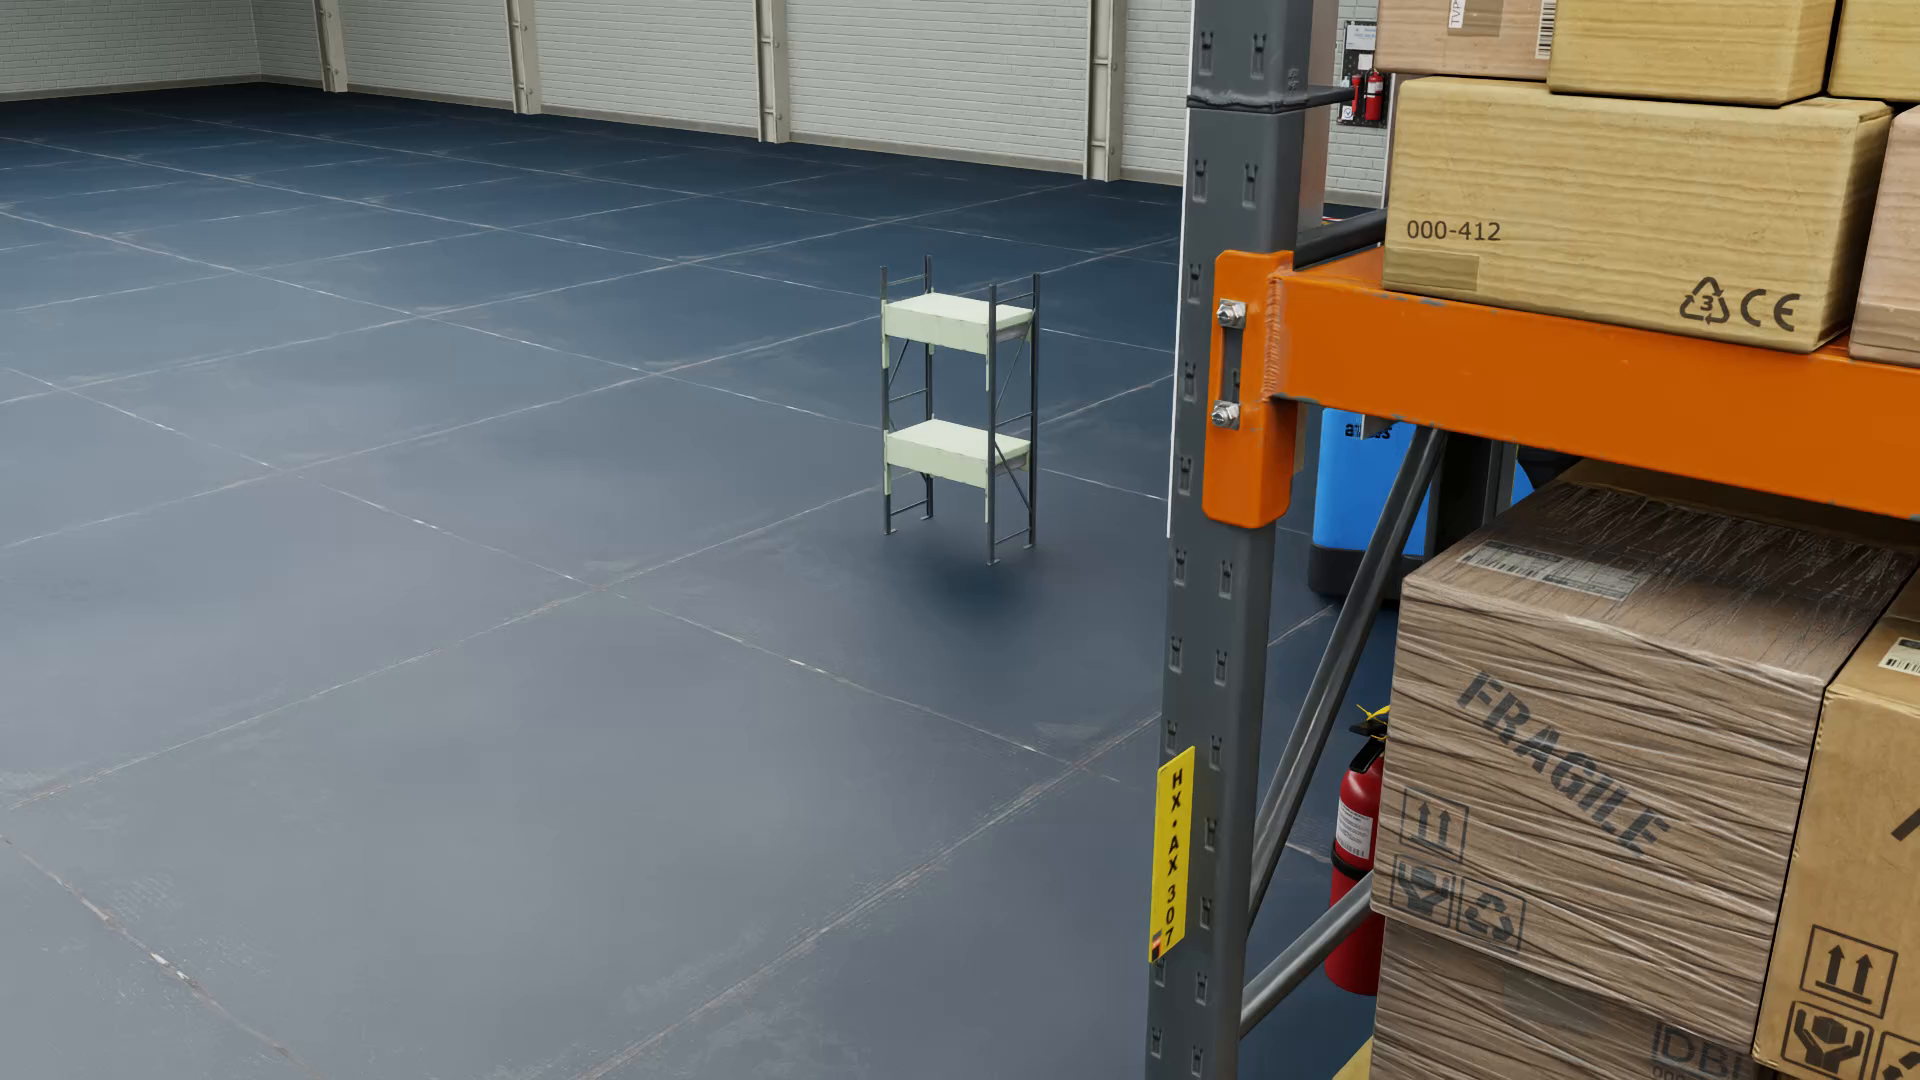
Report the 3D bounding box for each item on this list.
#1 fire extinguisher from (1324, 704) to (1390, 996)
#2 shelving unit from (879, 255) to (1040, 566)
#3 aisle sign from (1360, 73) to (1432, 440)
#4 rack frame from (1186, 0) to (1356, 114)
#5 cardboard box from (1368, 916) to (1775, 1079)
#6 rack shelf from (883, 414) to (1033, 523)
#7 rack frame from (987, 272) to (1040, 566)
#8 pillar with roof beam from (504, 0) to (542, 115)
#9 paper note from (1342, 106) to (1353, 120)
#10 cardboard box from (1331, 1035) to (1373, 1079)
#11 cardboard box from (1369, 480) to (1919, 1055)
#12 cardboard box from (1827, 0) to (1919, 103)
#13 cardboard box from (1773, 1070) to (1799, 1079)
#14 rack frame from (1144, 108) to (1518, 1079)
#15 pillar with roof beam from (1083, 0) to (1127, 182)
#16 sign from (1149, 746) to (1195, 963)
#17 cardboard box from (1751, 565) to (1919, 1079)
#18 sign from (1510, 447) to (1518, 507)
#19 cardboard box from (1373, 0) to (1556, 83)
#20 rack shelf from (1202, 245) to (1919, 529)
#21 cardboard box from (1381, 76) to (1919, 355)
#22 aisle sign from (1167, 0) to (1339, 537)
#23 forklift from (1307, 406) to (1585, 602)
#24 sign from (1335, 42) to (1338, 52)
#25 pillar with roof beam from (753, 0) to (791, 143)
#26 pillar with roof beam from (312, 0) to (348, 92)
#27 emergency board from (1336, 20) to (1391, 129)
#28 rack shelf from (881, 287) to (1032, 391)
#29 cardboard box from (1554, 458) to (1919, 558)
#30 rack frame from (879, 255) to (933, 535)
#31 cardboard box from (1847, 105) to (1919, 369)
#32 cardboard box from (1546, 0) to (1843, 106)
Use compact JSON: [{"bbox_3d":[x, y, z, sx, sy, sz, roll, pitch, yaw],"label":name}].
[{"bbox_3d":[0.860,0.607,3.417,0.183,0.674,0.296,16,26,36],"label":"fire extinguisher"},{"bbox_3d":[-0.005,-0.703,8.907,0.755,1.500,0.431,16,26,36],"label":"shelving unit"},{"bbox_3d":[0.799,-0.590,2.797,0.004,0.787,0.394,16,26,36],"label":"aisle sign"},{"bbox_3d":[0.657,-2.085,1.943,0.127,3.000,1.000,16,26,36],"label":"rack frame"},{"bbox_3d":[1.066,0.666,2.586,0.500,0.500,0.875,16,26,36],"label":"cardboard box"},{"bbox_3d":[-0.005,-0.398,9.023,0.720,0.370,0.431,16,26,36],"label":"rack shelf"},{"bbox_3d":[0.278,-0.622,8.691,0.023,1.500,0.400,16,26,36],"label":"rack frame"},{"bbox_3d":[-10.173,-10.405,24.007,0.400,9.000,9.100,16,26,36],"label":"pillar with roof beam"},{"bbox_3d":[4.510,-4.967,19.336,0.142,0.148,0.016,16,26,36],"label":"paper note"},{"bbox_3d":[0.727,0.969,2.705,0.250,0.149,0.380,16,26,36],"label":"cardboard box"},{"bbox_3d":[0.911,0.266,2.232,0.500,0.500,0.500,16,26,36],"label":"cardboard box"},{"bbox_3d":[1.138,-0.566,1.815,0.250,0.149,0.380,16,26,35],"label":"cardboard box"},{"bbox_3d":[1.529,0.745,2.378,0.500,0.500,0.875,16,26,36],"label":"cardboard box"},{"bbox_3d":[0.657,0.722,3.002,0.127,3.000,1.000,16,26,36],"label":"rack frame"},{"bbox_3d":[-0.876,-7.728,16.907,0.400,9.000,9.100,16,26,36],"label":"pillar with roof beam"},{"bbox_3d":[0.314,0.466,2.456,0.005,0.325,0.100,16,26,36],"label":"sign"},{"bbox_3d":[1.294,0.379,1.931,0.500,0.500,0.500,16,26,36],"label":"cardboard box"},{"bbox_3d":[1.024,-0.115,3.132,0.005,0.325,0.100,16,26,36],"label":"sign"},{"bbox_3d":[0.724,-0.673,2.098,0.250,0.149,0.380,16,26,36],"label":"cardboard box"},{"bbox_3d":[2.207,0.102,1.416,4.000,0.370,1.077,16,26,36],"label":"rack shelf"},{"bbox_3d":[0.867,-0.433,2.027,0.500,0.250,0.500,17,27,38],"label":"cardboard box"},{"bbox_3d":[0.420,-0.426,2.362,0.004,0.787,0.394,16,26,36],"label":"aisle sign"},{"bbox_3d":[3.317,-1.099,7.927,3.031,2.935,1.130,5,21,13],"label":"forklift"},{"bbox_3d":[4.238,-5.733,19.319,0.331,0.109,0.001,16,26,36],"label":"sign"},{"bbox_3d":[-5.525,-9.066,20.457,0.400,9.000,9.100,16,26,36],"label":"pillar with roof beam"},{"bbox_3d":[-14.821,-11.744,27.556,0.400,9.000,9.100,16,26,36],"label":"pillar with roof beam"},{"bbox_3d":[4.604,-5.321,19.026,0.643,1.169,0.194,16,26,36],"label":"emergency board"},{"bbox_3d":[-0.005,-1.068,8.770,0.720,0.370,0.431,16,26,36],"label":"rack shelf"},{"bbox_3d":[1.240,0.124,2.609,0.500,0.500,0.500,16,26,36],"label":"cardboard box"},{"bbox_3d":[-0.289,-0.785,9.124,0.023,1.500,0.400,16,26,36],"label":"rack frame"},{"bbox_3d":[1.271,-0.320,1.726,0.500,0.250,0.500,15,26,35],"label":"cardboard box"},{"bbox_3d":[0.864,-0.589,1.875,0.250,0.149,0.380,17,26,37],"label":"cardboard box"}]
